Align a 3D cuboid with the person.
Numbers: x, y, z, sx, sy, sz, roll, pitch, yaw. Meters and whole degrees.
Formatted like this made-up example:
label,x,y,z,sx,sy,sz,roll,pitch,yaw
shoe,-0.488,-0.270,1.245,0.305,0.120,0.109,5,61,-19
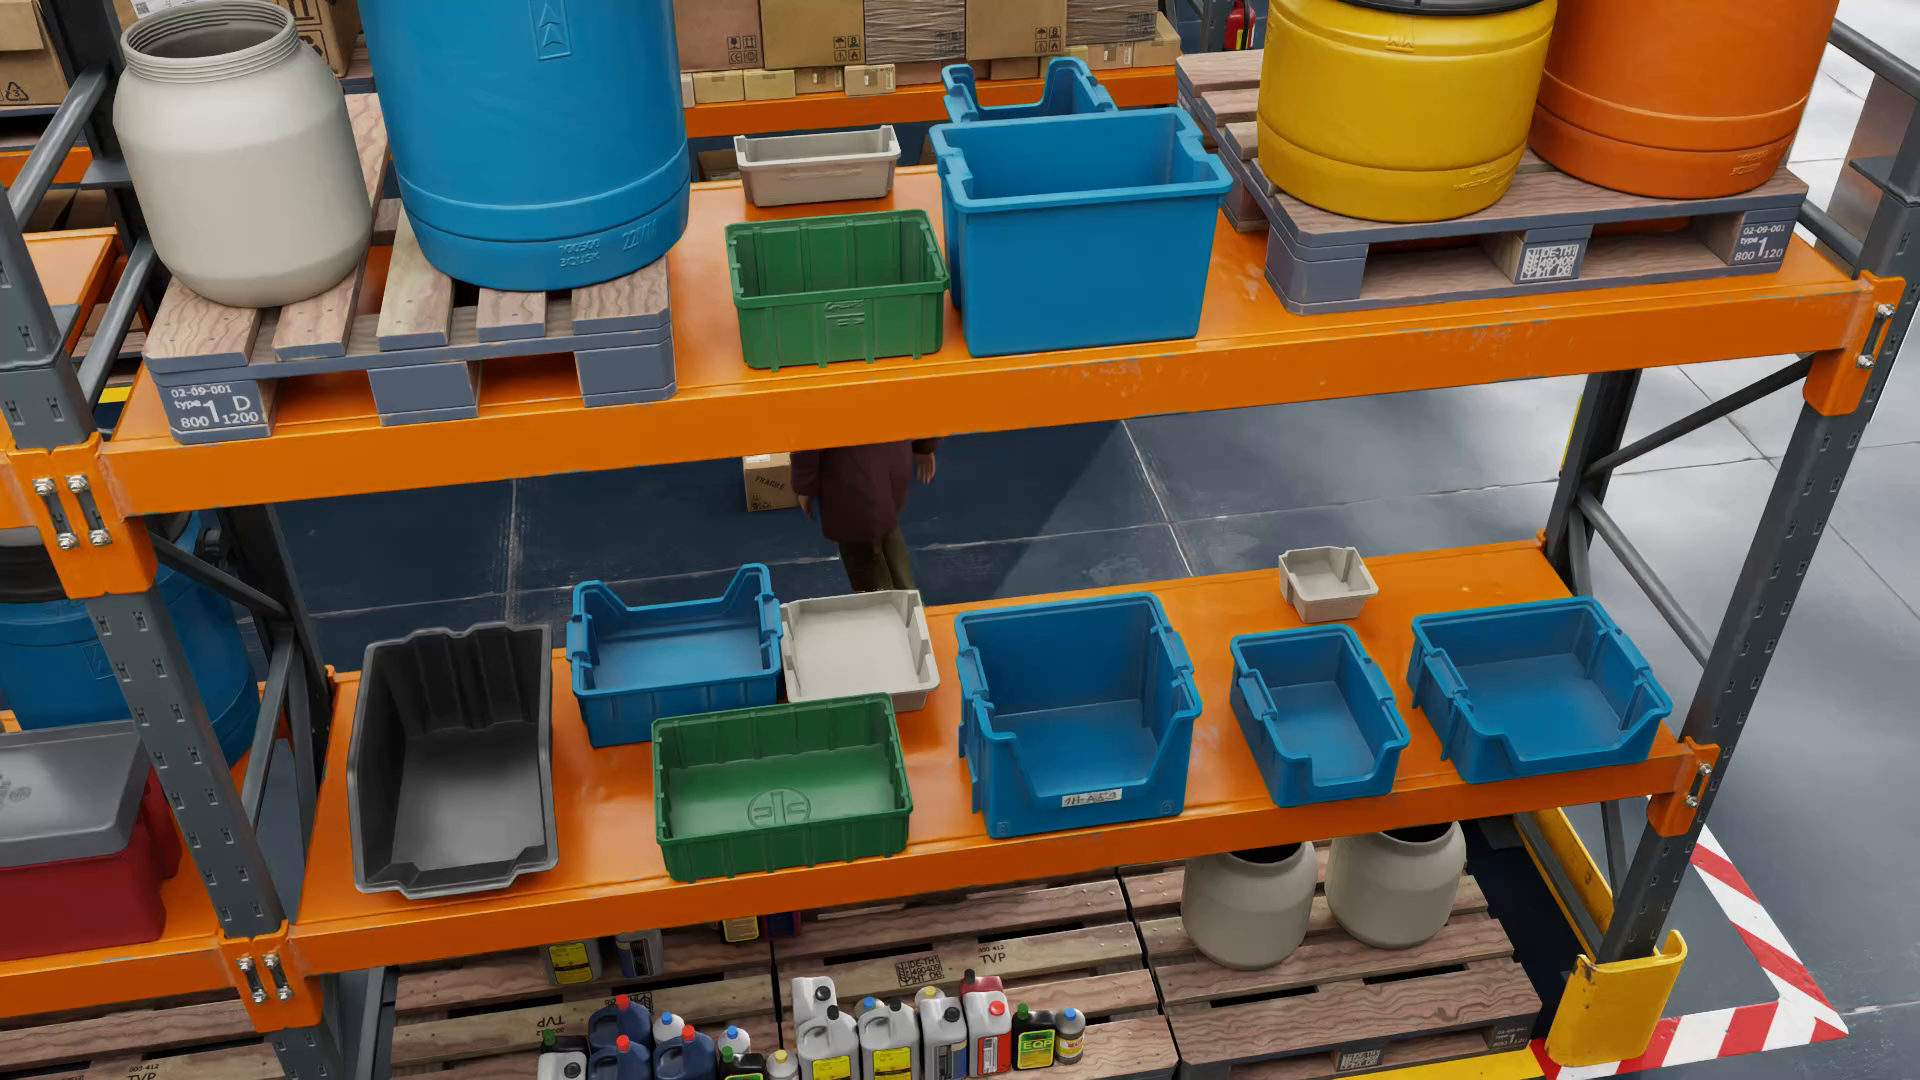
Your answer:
label,x,y,z,sx,sy,sz,roll,pitch,yaw
person,-0.377,-0.279,6.489,0.606,1.768,0.503,-28,46,-31
